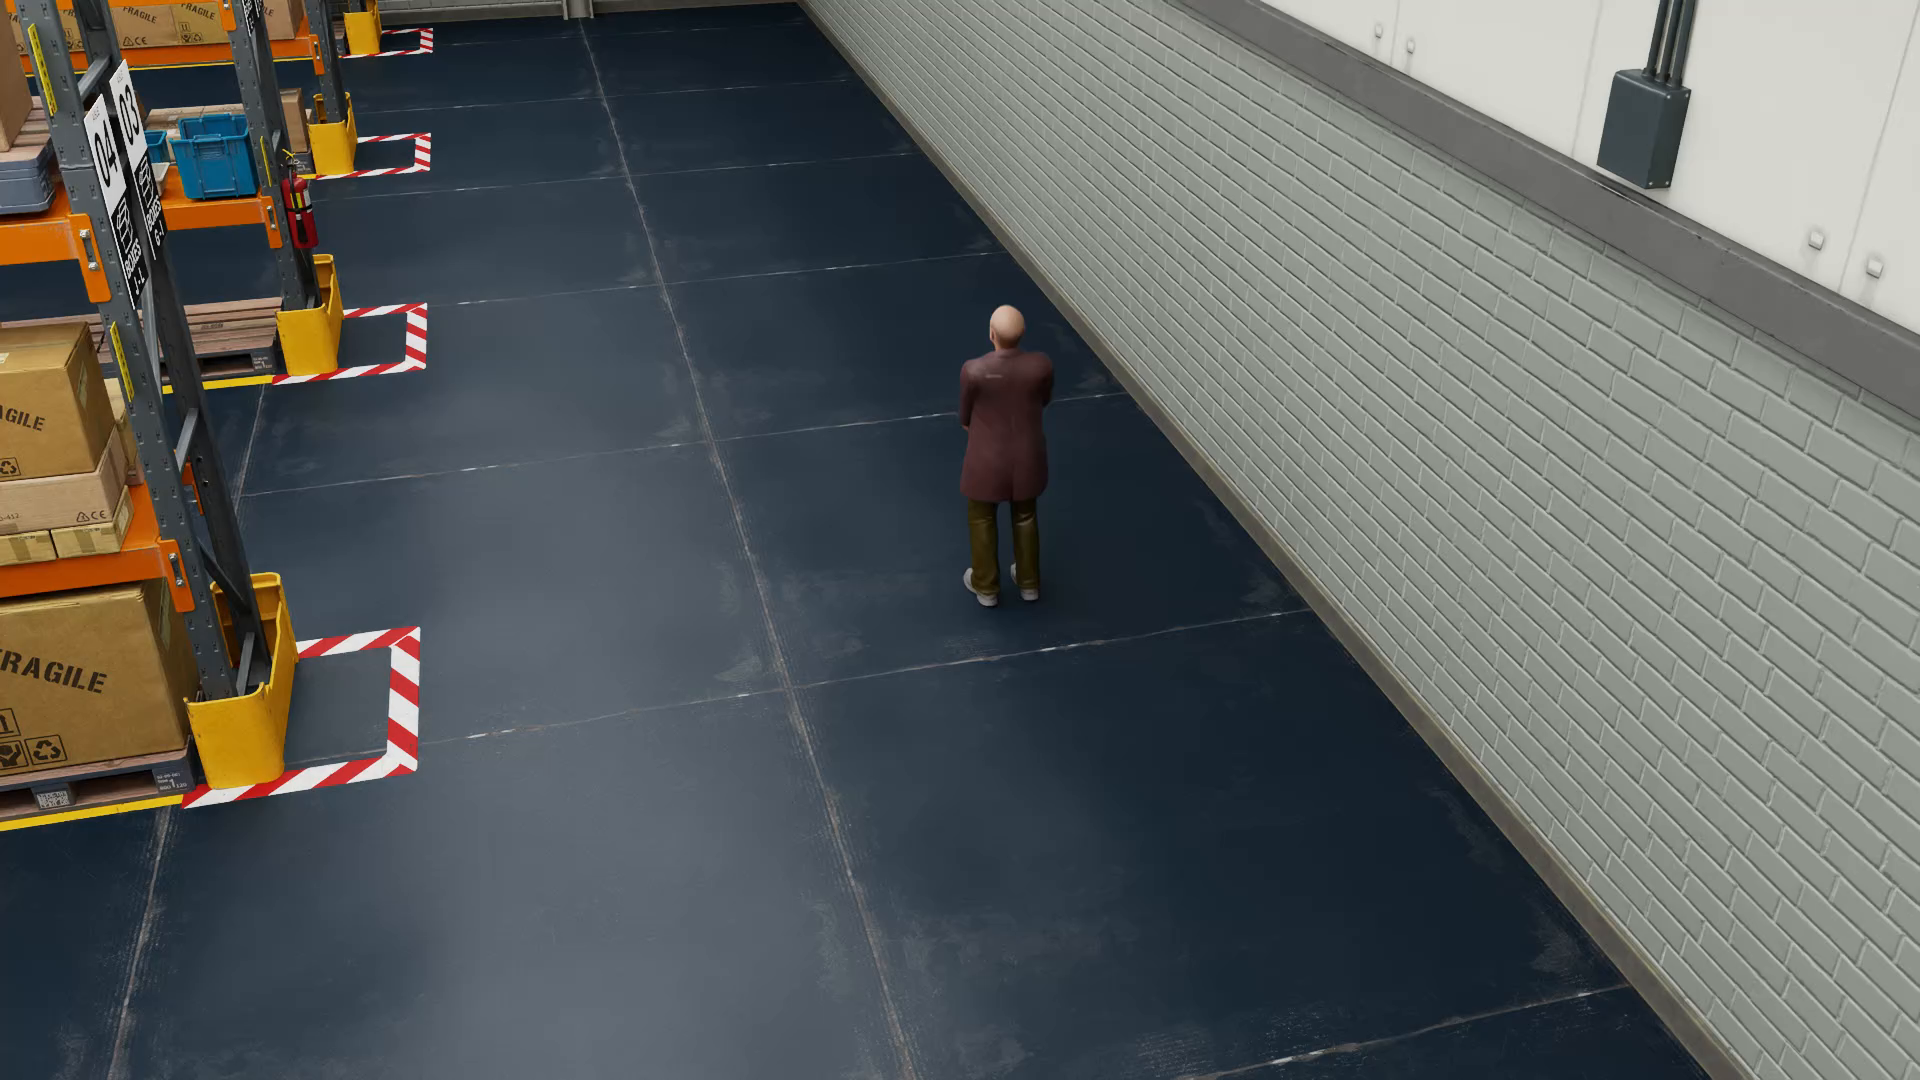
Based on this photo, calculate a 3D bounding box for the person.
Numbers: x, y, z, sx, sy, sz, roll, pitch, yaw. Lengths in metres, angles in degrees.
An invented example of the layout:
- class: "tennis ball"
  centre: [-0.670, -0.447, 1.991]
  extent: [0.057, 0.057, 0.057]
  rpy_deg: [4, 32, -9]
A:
- class: "person"
  centre: [0.218, -0.514, 9.160]
  extent: [0.529, 1.773, 0.550]
  rpy_deg: [-7, 31, -12]
